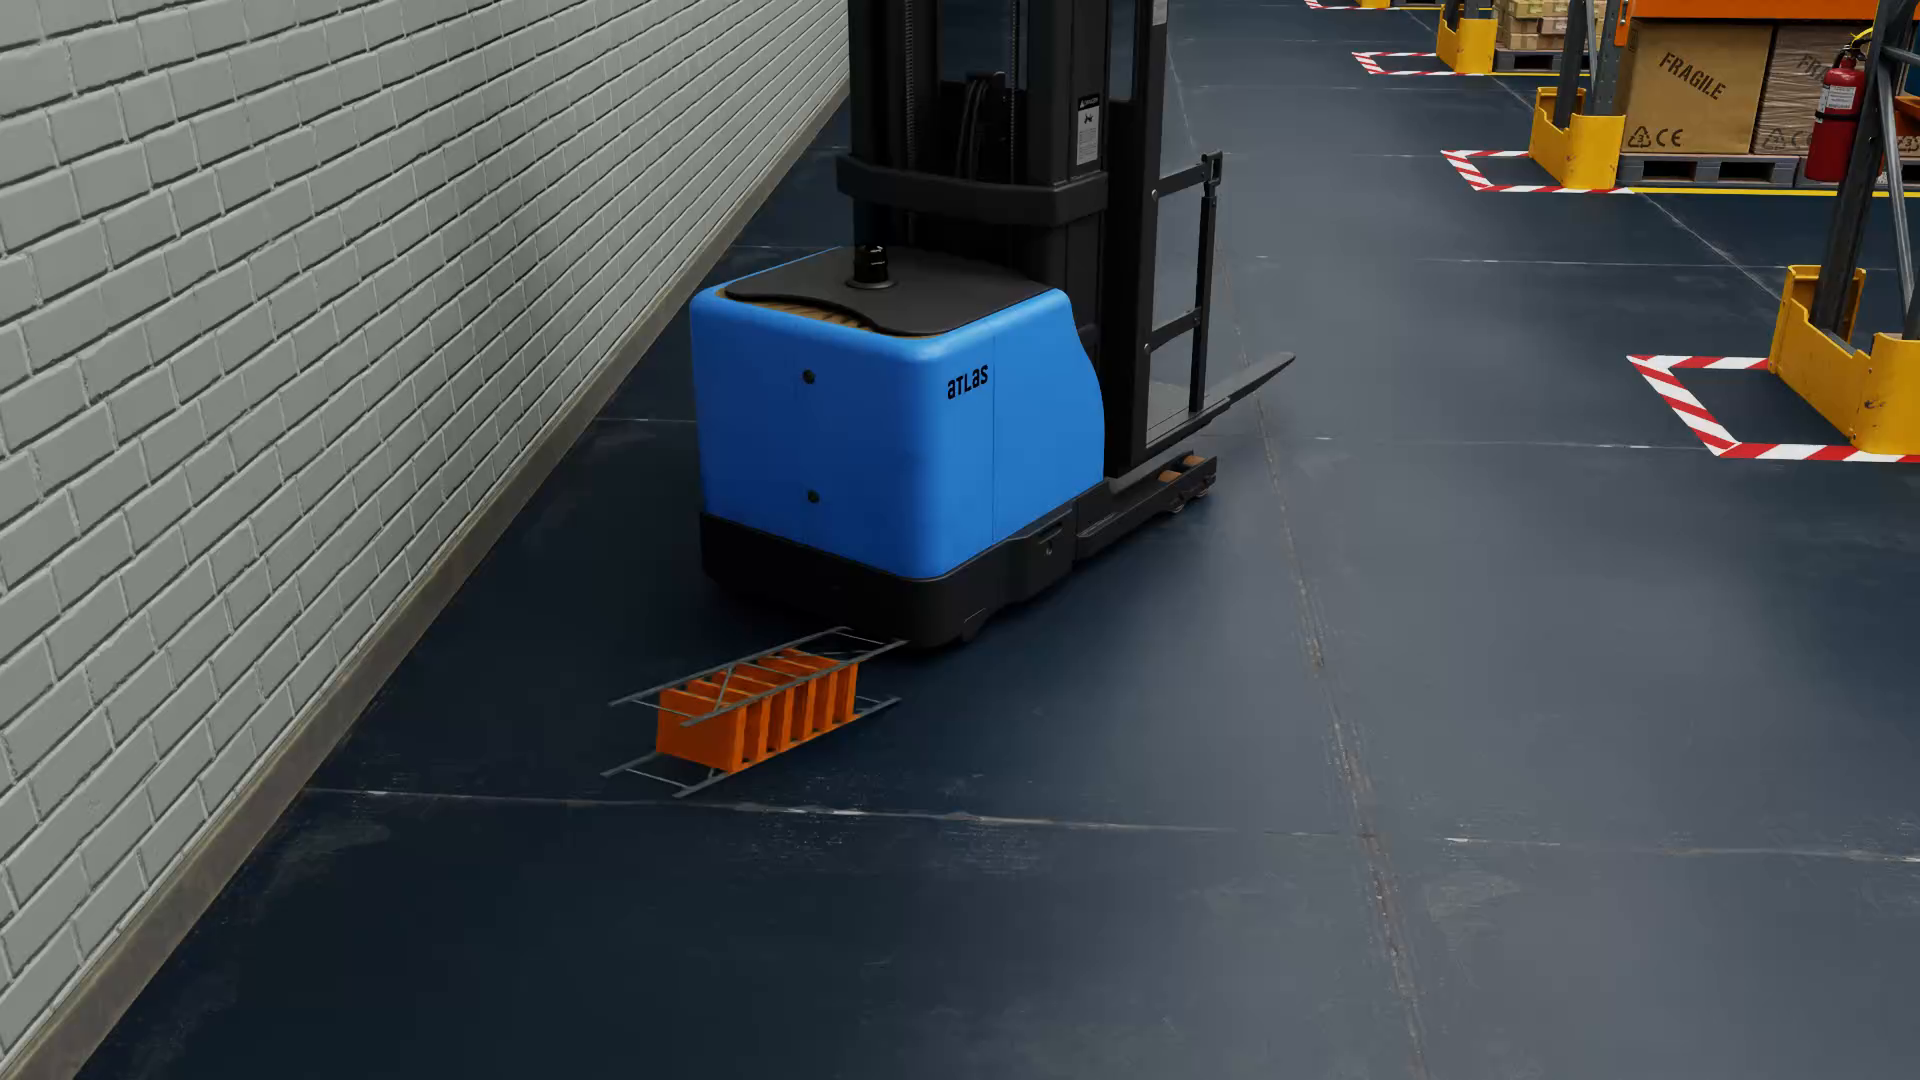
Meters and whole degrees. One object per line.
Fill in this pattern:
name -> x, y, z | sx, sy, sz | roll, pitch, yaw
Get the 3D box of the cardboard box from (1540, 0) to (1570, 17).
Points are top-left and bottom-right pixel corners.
cardboard box -> 5.702, -5.147, 16.043 | 0.250, 0.149, 0.380 | 2, 25, 5

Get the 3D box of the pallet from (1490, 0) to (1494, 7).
pallet -> 7.216, -6.864, 20.915 | 1.213, 0.211, 1.003 | 2, 25, 4

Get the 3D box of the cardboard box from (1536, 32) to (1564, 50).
cardboard box -> 5.687, -4.869, 16.151 | 0.250, 0.149, 0.380 | 2, 25, 4

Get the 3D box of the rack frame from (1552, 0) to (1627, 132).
rack frame -> 4.441, -4.034, 11.428 | 0.127, 3.000, 1.000 | 2, 25, 4

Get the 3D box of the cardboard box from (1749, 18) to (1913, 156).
cardboard box -> 5.993, -3.243, 11.749 | 0.875, 0.875, 0.875 | 2, 25, 4

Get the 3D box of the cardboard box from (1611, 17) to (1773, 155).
cardboard box -> 5.085, -3.272, 11.812 | 0.875, 0.875, 0.875 | 2, 25, 4

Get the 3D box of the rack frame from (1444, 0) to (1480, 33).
rack frame -> 4.922, -6.098, 15.914 | 0.127, 3.000, 1.000 | 2, 25, 4

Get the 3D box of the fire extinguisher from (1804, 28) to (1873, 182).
fire extinguisher -> 3.946, -1.959, 7.458 | 0.183, 0.674, 0.296 | 2, 25, 4

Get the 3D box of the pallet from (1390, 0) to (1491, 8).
pallet -> 6.003, -6.904, 21.003 | 1.213, 0.211, 1.003 | 2, 25, 4

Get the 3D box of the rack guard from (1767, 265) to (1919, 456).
rack guard -> 4.037, -0.829, 7.454 | 0.348, 0.500, 1.175 | 2, 25, 4

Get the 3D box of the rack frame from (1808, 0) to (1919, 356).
rack frame -> 4.062, -1.970, 6.942 | 0.127, 3.000, 1.000 | 2, 25, 4

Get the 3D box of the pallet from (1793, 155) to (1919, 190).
pallet -> 6.457, -2.734, 11.939 | 1.213, 0.211, 1.003 | 2, 25, 4

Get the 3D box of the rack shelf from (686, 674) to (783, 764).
rack shelf -> -0.617, 0.475, 4.476 | 0.258, 0.180, 0.103 | 12, 12, 24

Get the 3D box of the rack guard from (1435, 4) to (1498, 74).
rack guard -> 4.997, -4.960, 16.431 | 0.348, 0.500, 1.175 | 2, 25, 4

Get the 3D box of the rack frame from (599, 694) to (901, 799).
rack frame -> -0.545, 0.542, 4.668 | 0.240, 0.006, 1.200 | 12, 12, 24

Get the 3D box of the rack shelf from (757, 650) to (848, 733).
rack shelf -> -0.465, 0.433, 4.799 | 0.258, 0.180, 0.103 | 12, 12, 24

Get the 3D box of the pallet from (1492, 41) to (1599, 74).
pallet -> 5.805, -4.788, 16.403 | 1.213, 0.211, 1.003 | 2, 25, 4

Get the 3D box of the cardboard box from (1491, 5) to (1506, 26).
cardboard box -> 5.470, -5.231, 16.581 | 0.250, 0.149, 0.380 | 1, 25, 3

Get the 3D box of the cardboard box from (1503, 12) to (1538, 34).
cardboard box -> 5.424, -5.005, 16.091 | 0.250, 0.149, 0.380 | 3, 25, 6

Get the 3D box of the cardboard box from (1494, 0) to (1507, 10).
cardboard box -> 5.469, -5.352, 16.490 | 0.250, 0.149, 0.380 | 2, 25, 5

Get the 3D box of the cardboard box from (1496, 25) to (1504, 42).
cardboard box -> 5.462, -5.064, 16.574 | 0.250, 0.149, 0.380 | 2, 25, 5

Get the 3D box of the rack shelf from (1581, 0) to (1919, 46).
rack shelf -> 6.435, -3.643, 11.439 | 4.000, 0.370, 1.077 | 2, 25, 4

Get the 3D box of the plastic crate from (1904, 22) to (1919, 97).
plastic crate -> 4.410, -2.080, 7.068 | 0.499, 0.435, 0.616 | 2, 25, 4

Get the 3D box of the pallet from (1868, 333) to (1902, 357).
pallet -> 4.881, -0.660, 7.432 | 1.213, 0.211, 1.003 | 2, 25, 4

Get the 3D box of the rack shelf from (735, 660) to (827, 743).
rack shelf -> -0.516, 0.447, 4.691 | 0.258, 0.180, 0.103 | 12, 12, 24

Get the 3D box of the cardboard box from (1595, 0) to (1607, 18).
cardboard box -> 6.197, -5.112, 15.967 | 0.250, 0.149, 0.380 | 1, 25, 1

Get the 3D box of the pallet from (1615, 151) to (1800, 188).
pallet -> 5.244, -2.774, 12.026 | 1.213, 0.211, 1.003 | 2, 25, 4

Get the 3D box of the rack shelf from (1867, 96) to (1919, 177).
rack shelf -> 6.056, -1.579, 6.953 | 4.000, 0.370, 1.077 | 2, 25, 4

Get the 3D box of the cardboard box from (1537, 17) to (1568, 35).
cardboard box -> 5.693, -4.973, 16.021 | 0.250, 0.149, 0.380 | 2, 25, 4

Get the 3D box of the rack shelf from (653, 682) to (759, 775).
rack shelf -> -0.668, 0.489, 4.368 | 0.258, 0.180, 0.103 | 12, 12, 24

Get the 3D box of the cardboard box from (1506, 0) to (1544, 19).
cardboard box -> 5.418, -5.105, 15.953 | 0.250, 0.149, 0.380 | 1, 25, 2

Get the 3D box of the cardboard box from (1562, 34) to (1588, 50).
cardboard box -> 5.935, -4.864, 16.140 | 0.250, 0.149, 0.380 | 2, 25, 5

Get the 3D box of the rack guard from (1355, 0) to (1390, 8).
rack guard -> 5.176, -7.029, 20.929 | 0.348, 0.500, 1.175 | 2, 25, 4

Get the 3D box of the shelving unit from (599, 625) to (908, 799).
shelving unit -> -0.534, 0.452, 4.651 | 0.258, 0.189, 1.200 | 12, 12, 24

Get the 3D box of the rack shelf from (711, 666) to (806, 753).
rack shelf -> -0.566, 0.461, 4.583 | 0.258, 0.180, 0.103 | 12, 12, 24

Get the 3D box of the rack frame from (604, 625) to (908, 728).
rack frame -> -0.524, 0.363, 4.634 | 0.240, 0.006, 1.200 | 12, 12, 24

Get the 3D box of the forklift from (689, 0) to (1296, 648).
forklift -> 0.366, -1.542, 6.095 | 1.130, 2.935, 3.031 | 17, 30, 32

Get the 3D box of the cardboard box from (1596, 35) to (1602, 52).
cardboard box -> 6.181, -4.810, 16.023 | 0.250, 0.149, 0.380 | 2, 25, 5

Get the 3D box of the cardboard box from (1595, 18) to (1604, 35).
cardboard box -> 6.191, -4.948, 15.968 | 0.250, 0.149, 0.380 | 3, 25, 6

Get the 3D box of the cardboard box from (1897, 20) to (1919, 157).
cardboard box -> 6.880, -3.215, 11.687 | 0.875, 0.875, 0.875 | 2, 25, 4

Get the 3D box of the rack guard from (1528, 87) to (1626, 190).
rack guard -> 4.417, -2.899, 11.952 | 0.348, 0.500, 1.175 | 2, 25, 4

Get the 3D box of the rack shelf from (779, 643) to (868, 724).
rack shelf -> -0.414, 0.419, 4.907 | 0.258, 0.180, 0.103 | 12, 12, 24

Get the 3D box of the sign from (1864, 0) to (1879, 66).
sign -> 4.088, -2.273, 7.407 | 0.005, 0.325, 0.100 | 2, 25, 4

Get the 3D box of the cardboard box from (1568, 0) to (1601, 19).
cardboard box -> 5.943, -5.085, 15.910 | 0.250, 0.149, 0.380 | 2, 25, 4

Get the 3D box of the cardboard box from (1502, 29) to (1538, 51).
cardboard box -> 5.419, -4.843, 16.095 | 0.250, 0.149, 0.380 | 2, 25, 5
